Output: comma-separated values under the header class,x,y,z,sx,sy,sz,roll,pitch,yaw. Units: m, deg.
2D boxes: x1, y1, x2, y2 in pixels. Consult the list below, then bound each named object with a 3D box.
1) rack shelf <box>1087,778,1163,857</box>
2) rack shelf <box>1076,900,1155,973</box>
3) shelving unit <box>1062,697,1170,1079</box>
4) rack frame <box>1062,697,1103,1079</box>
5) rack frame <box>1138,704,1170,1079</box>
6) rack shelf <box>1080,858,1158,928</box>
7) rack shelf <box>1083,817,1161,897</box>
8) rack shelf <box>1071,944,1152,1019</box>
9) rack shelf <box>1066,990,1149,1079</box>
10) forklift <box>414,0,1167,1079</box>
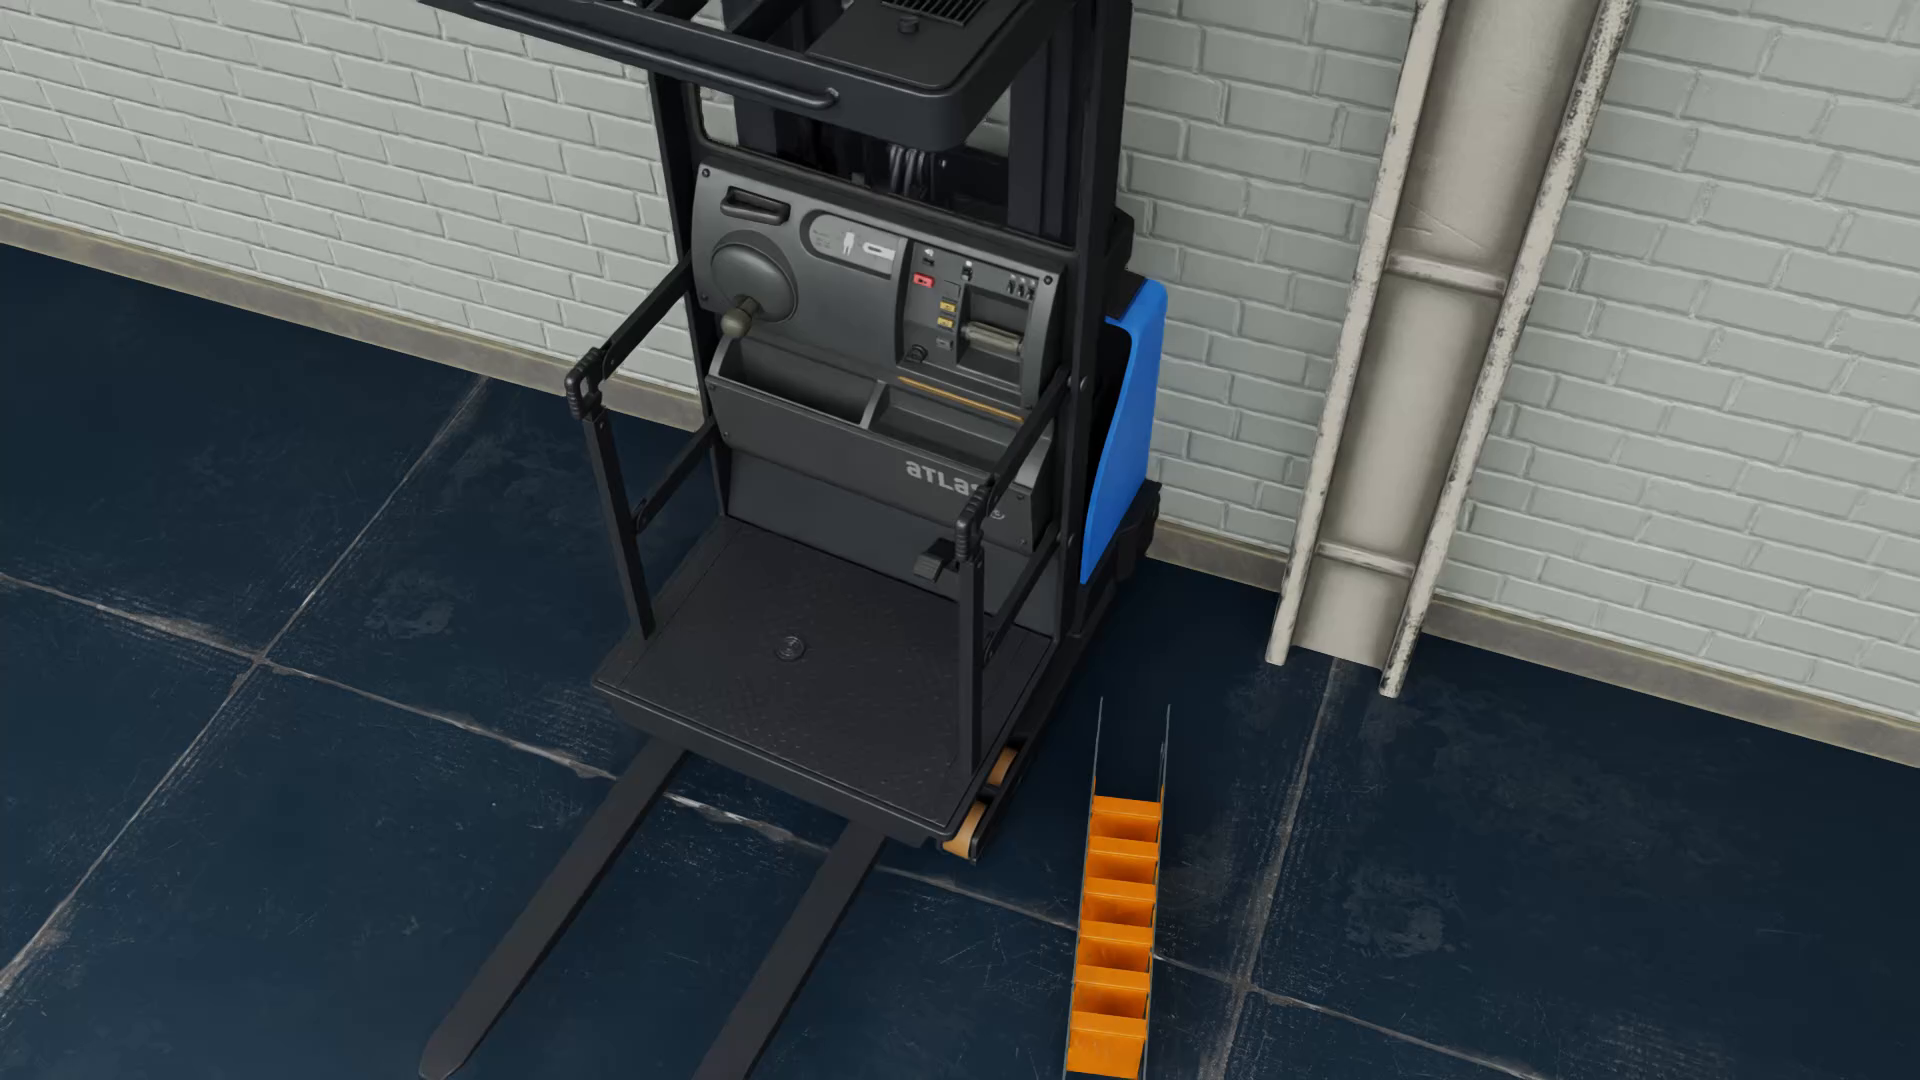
class,x,y,z,sx,sy,sz,roll,pitch,yaw
rack shelf,0.434,0.751,4.405,0.180,0.258,0.103,6,49,5
rack shelf,0.385,1.020,4.171,0.180,0.258,0.103,6,49,5
shelving unit,0.396,0.964,4.220,0.189,0.258,1.200,6,49,5
rack frame,0.305,0.954,4.228,0.006,0.240,1.200,6,49,5
rack frame,0.486,0.973,4.212,0.006,0.240,1.200,6,49,5
rack shelf,0.402,0.930,4.249,0.180,0.258,0.103,6,49,5
rack shelf,0.418,0.841,4.327,0.180,0.258,0.103,6,49,5
rack shelf,0.369,1.110,4.093,0.180,0.258,0.103,6,49,5
rack shelf,0.353,1.200,4.015,0.180,0.258,0.103,6,49,5
forklift,-0.303,-0.488,3.734,1.130,2.935,3.031,20,52,17
